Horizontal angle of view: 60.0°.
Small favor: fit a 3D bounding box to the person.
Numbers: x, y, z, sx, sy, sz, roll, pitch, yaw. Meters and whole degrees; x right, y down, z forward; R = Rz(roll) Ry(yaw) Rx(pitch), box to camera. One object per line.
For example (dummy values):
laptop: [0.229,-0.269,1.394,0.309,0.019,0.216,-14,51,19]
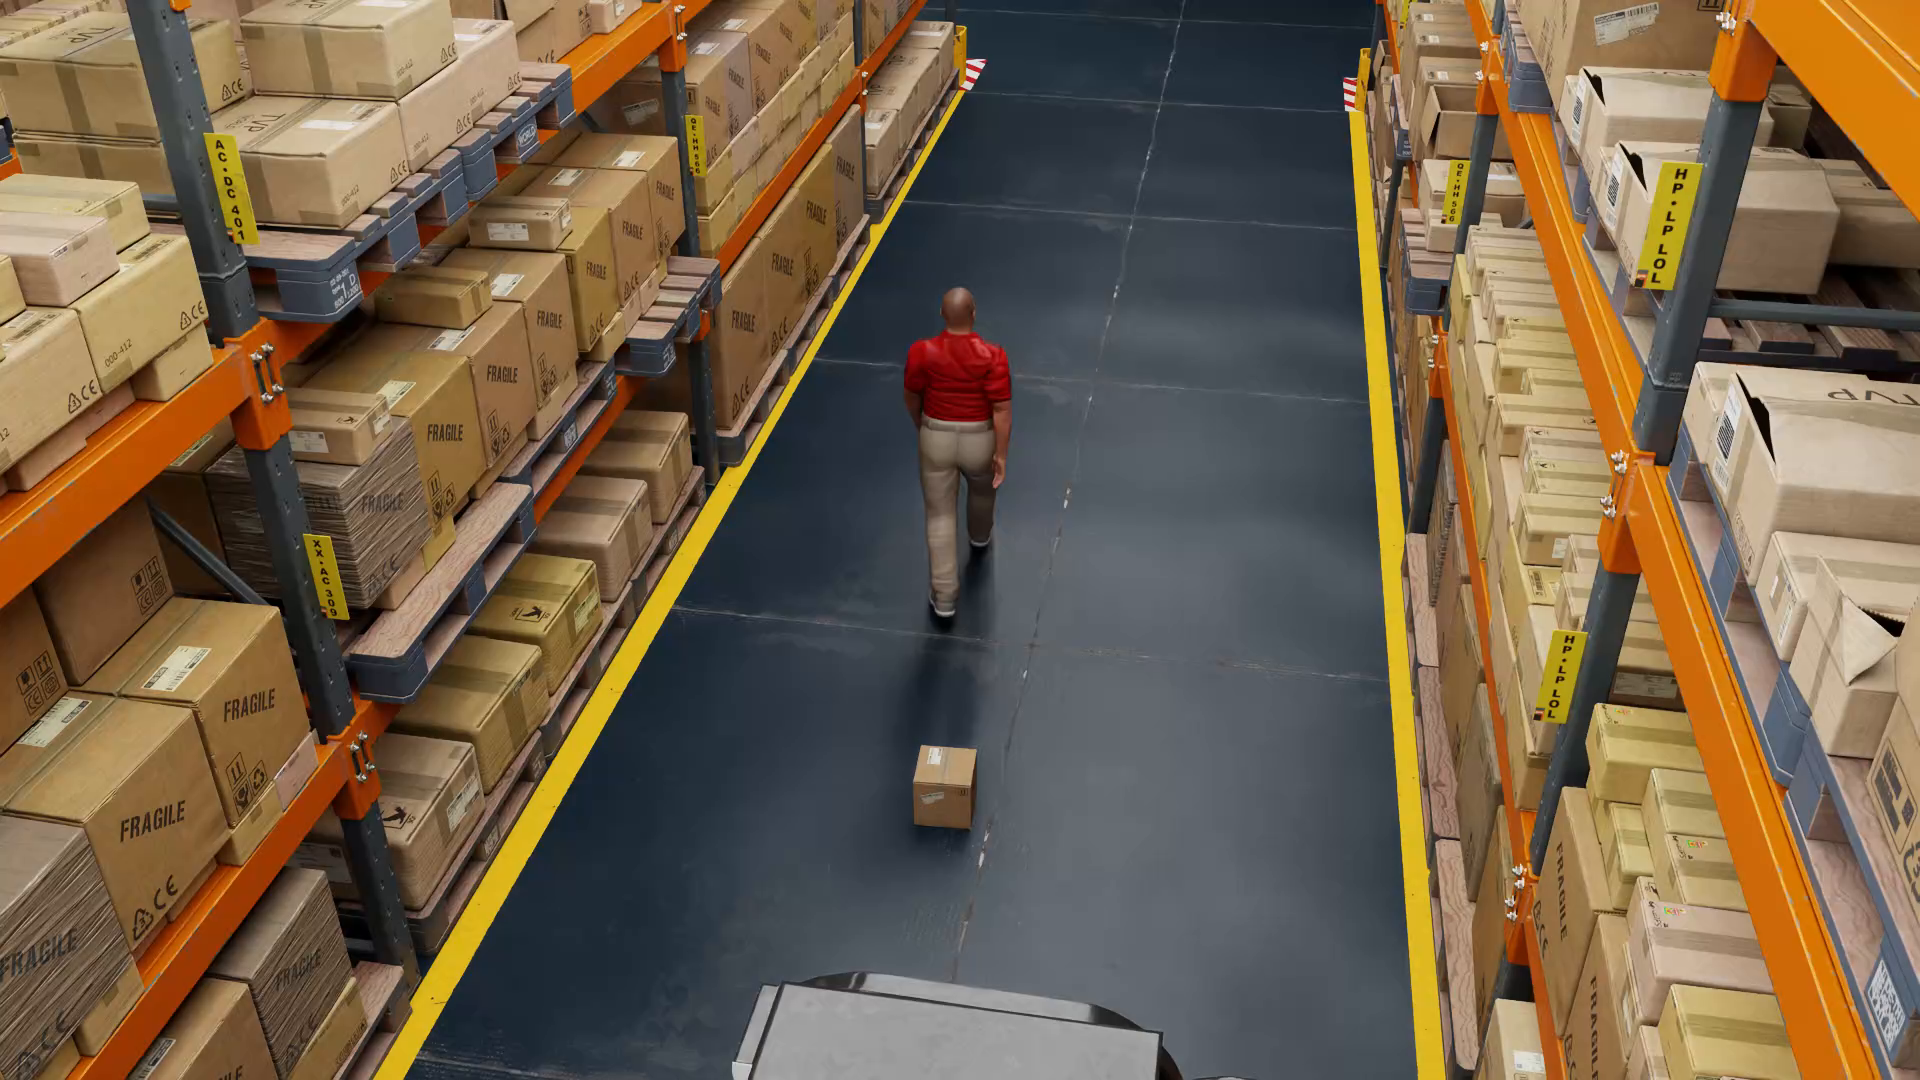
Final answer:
person: [-0.010,-0.552,8.504,0.548,1.661,1.045,1,32,1]
